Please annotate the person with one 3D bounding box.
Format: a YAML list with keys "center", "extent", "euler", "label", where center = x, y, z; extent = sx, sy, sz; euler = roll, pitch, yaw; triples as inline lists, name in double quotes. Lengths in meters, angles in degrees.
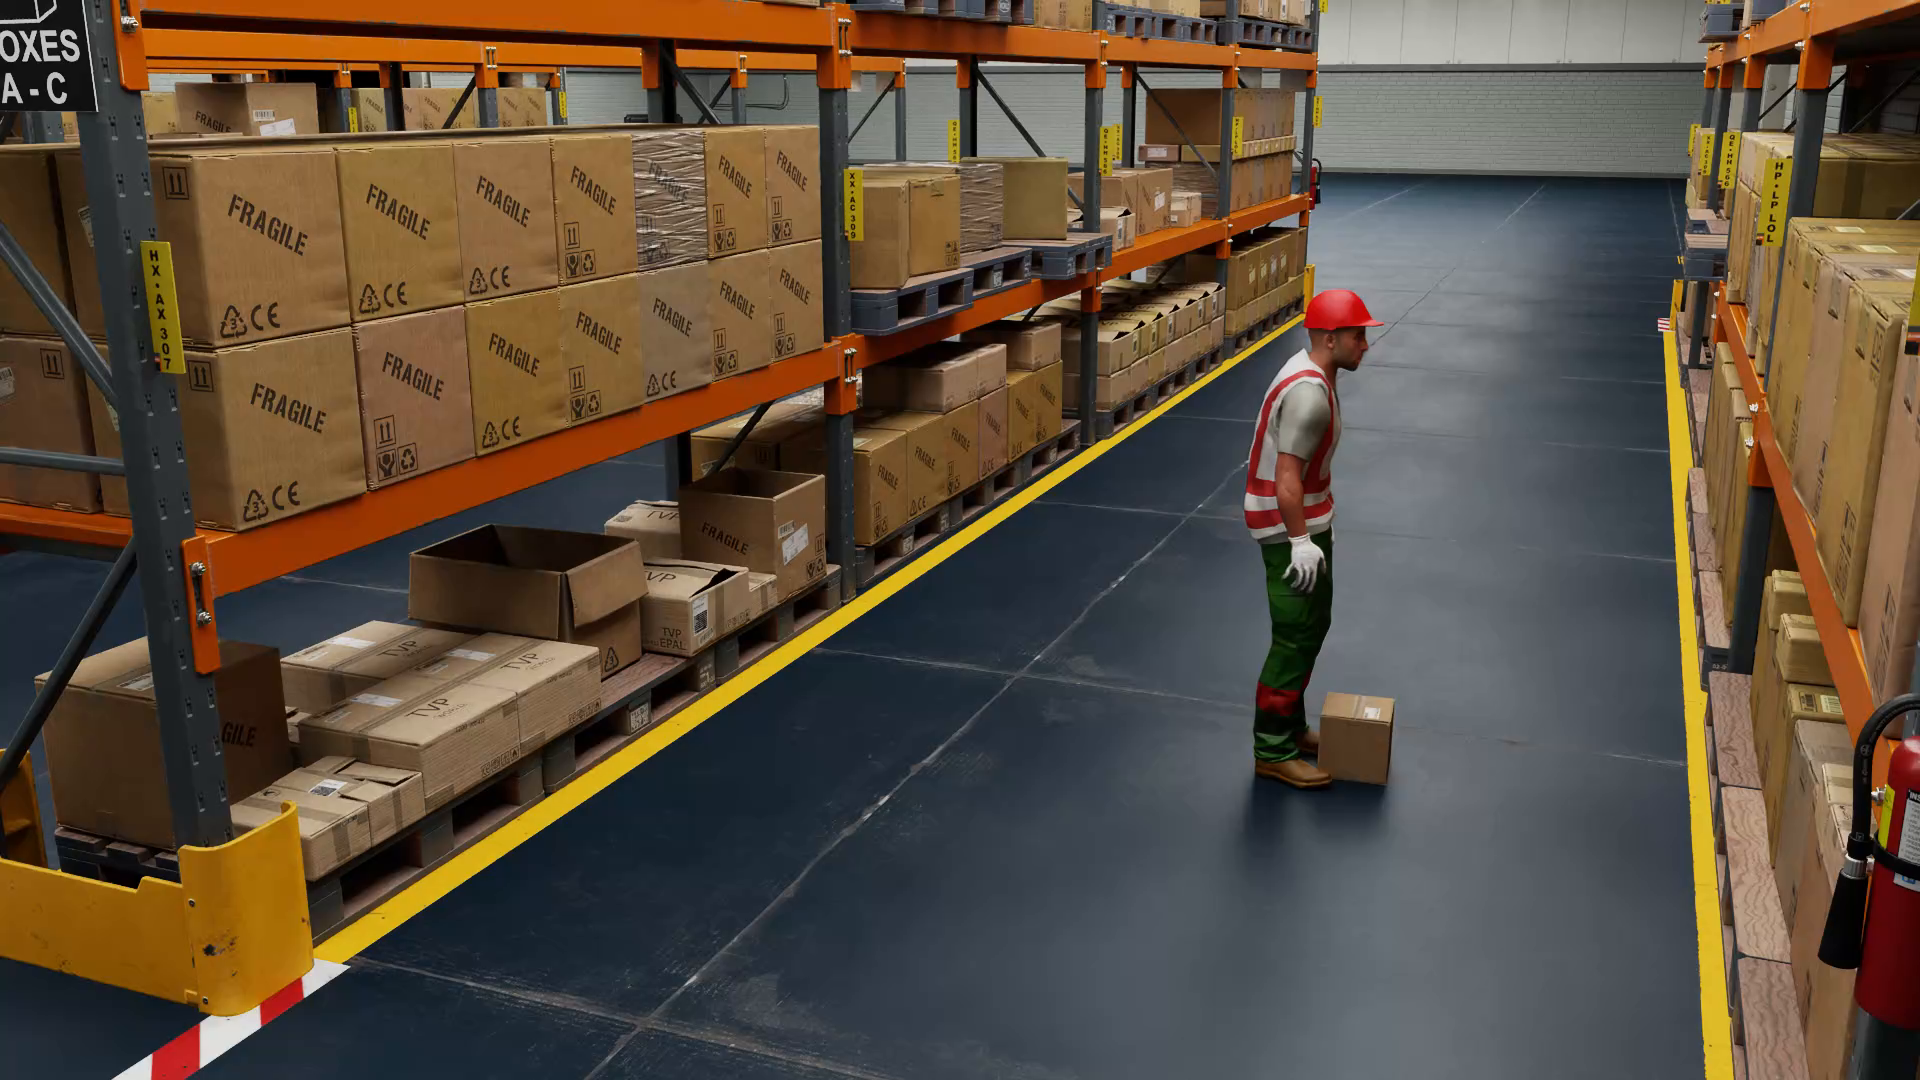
- center: [1.270, -0.025, 6.085]
  extent: [0.452, 1.779, 0.618]
  euler: [5, 16, 17]
  label: "person"
